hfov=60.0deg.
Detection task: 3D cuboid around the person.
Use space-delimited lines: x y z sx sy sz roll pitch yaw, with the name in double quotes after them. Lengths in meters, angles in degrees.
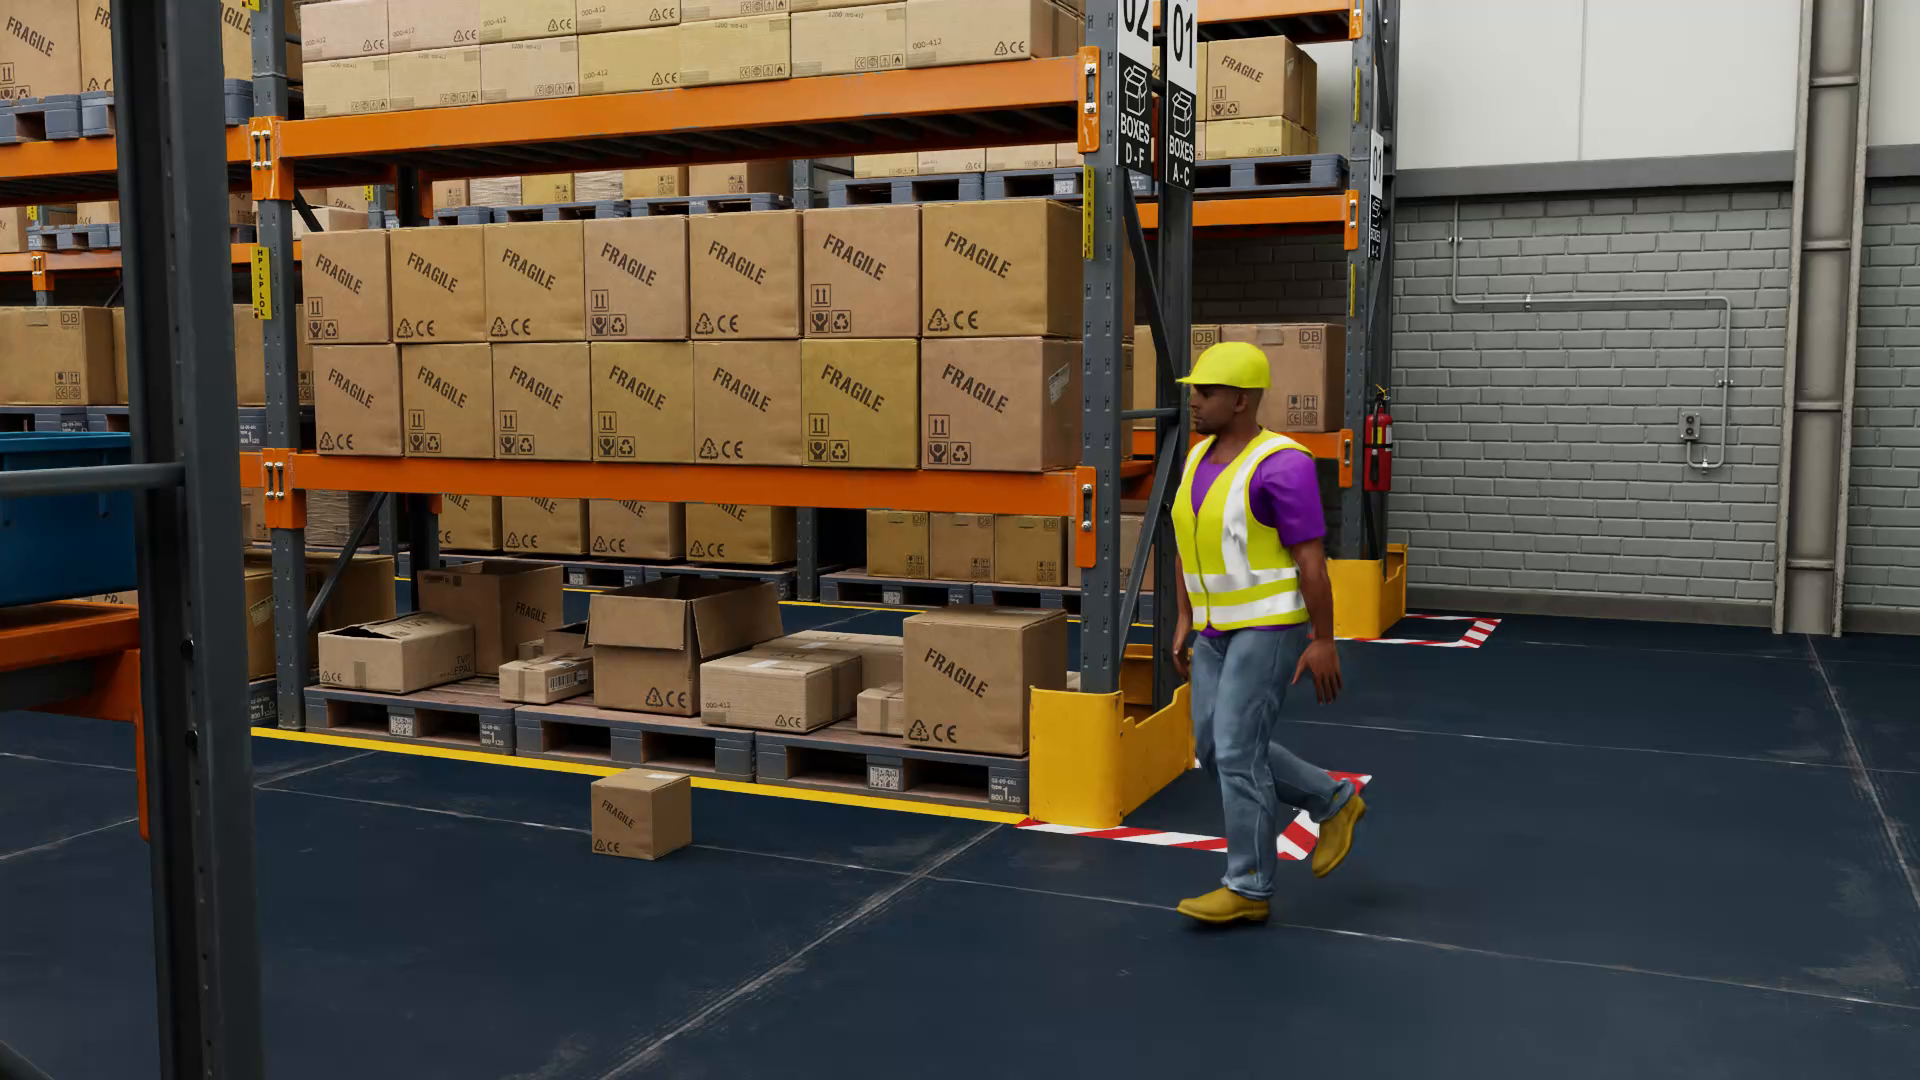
0.951 0.271 5.125 0.718 1.746 0.629 -2 6 -23 "person"
